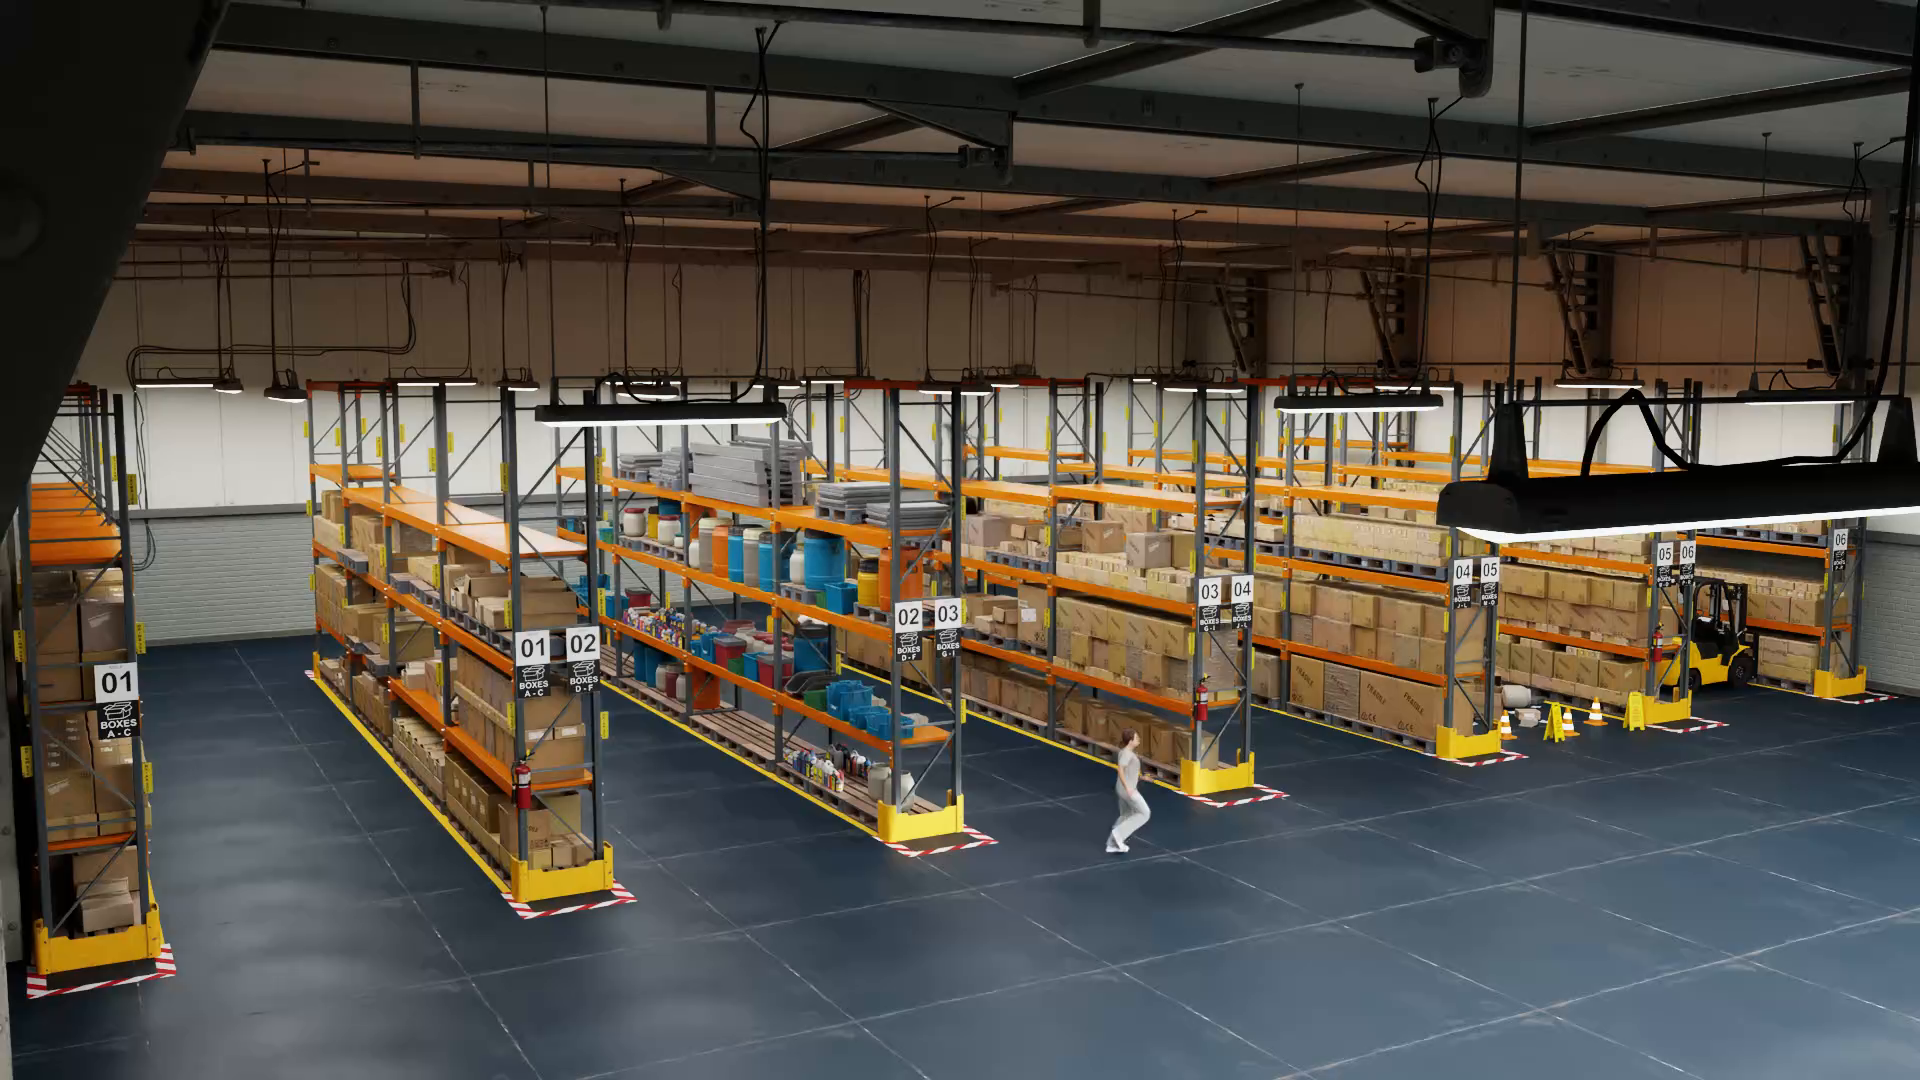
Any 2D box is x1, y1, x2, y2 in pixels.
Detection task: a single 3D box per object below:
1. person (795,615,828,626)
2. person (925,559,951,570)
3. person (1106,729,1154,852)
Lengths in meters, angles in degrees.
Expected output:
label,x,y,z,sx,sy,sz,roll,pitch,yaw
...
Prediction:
label,x,y,z,sx,sy,sz,roll,pitch,yaw
person,-2.606,1.918,30.831,0.687,1.823,0.675,5,8,41
person,-0.668,1.090,41.255,0.874,1.801,0.759,-5,8,-37
person,2.206,3.237,21.467,0.633,1.619,0.549,-1,6,-6
